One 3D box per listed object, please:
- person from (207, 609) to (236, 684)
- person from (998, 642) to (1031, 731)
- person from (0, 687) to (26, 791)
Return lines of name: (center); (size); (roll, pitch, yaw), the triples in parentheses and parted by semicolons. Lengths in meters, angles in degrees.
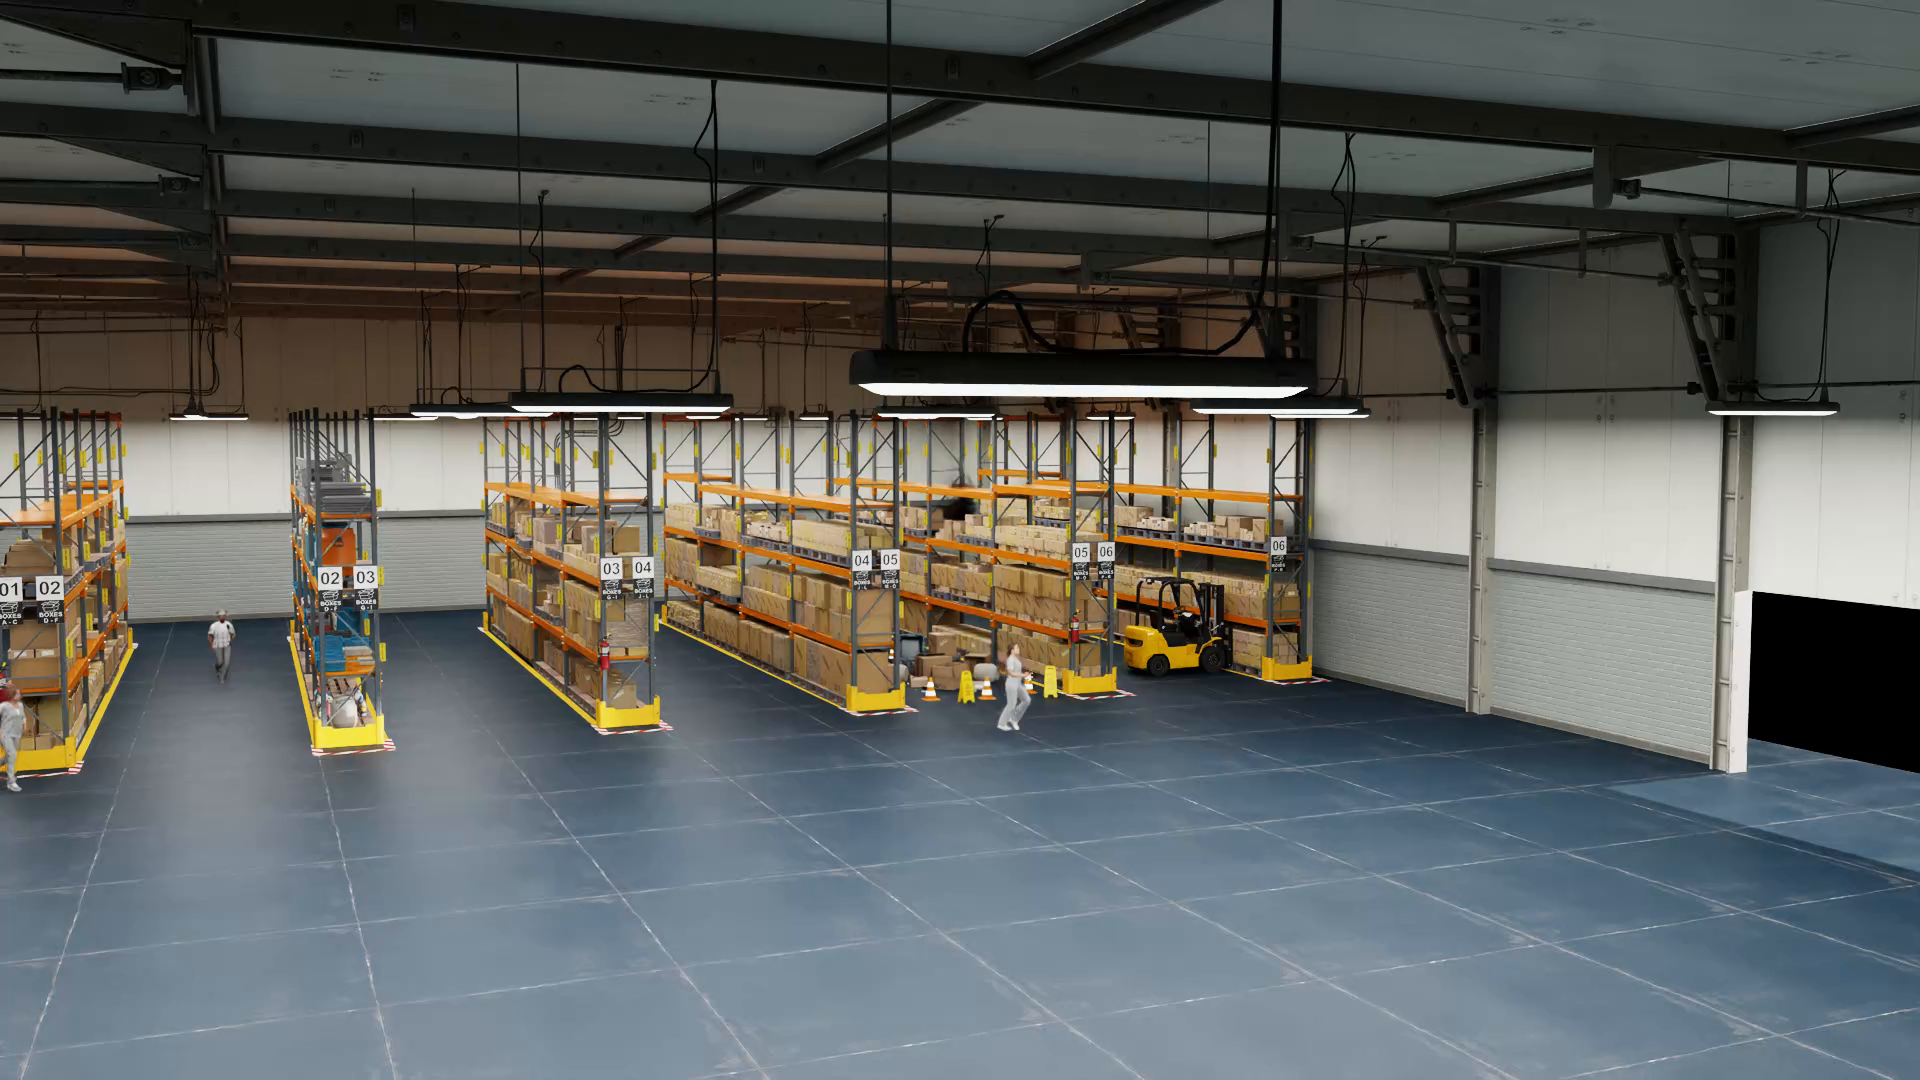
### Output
person: (-16.211, 2.339, 36.559); (0.574, 1.649, 0.561); (-3, 5, -33)
person: (1.014, 2.724, 30.841); (0.656, 1.666, 0.599); (1, 4, 20)
person: (-14.994, 3.113, 26.208); (0.795, 1.578, 0.578); (1, 4, 17)
